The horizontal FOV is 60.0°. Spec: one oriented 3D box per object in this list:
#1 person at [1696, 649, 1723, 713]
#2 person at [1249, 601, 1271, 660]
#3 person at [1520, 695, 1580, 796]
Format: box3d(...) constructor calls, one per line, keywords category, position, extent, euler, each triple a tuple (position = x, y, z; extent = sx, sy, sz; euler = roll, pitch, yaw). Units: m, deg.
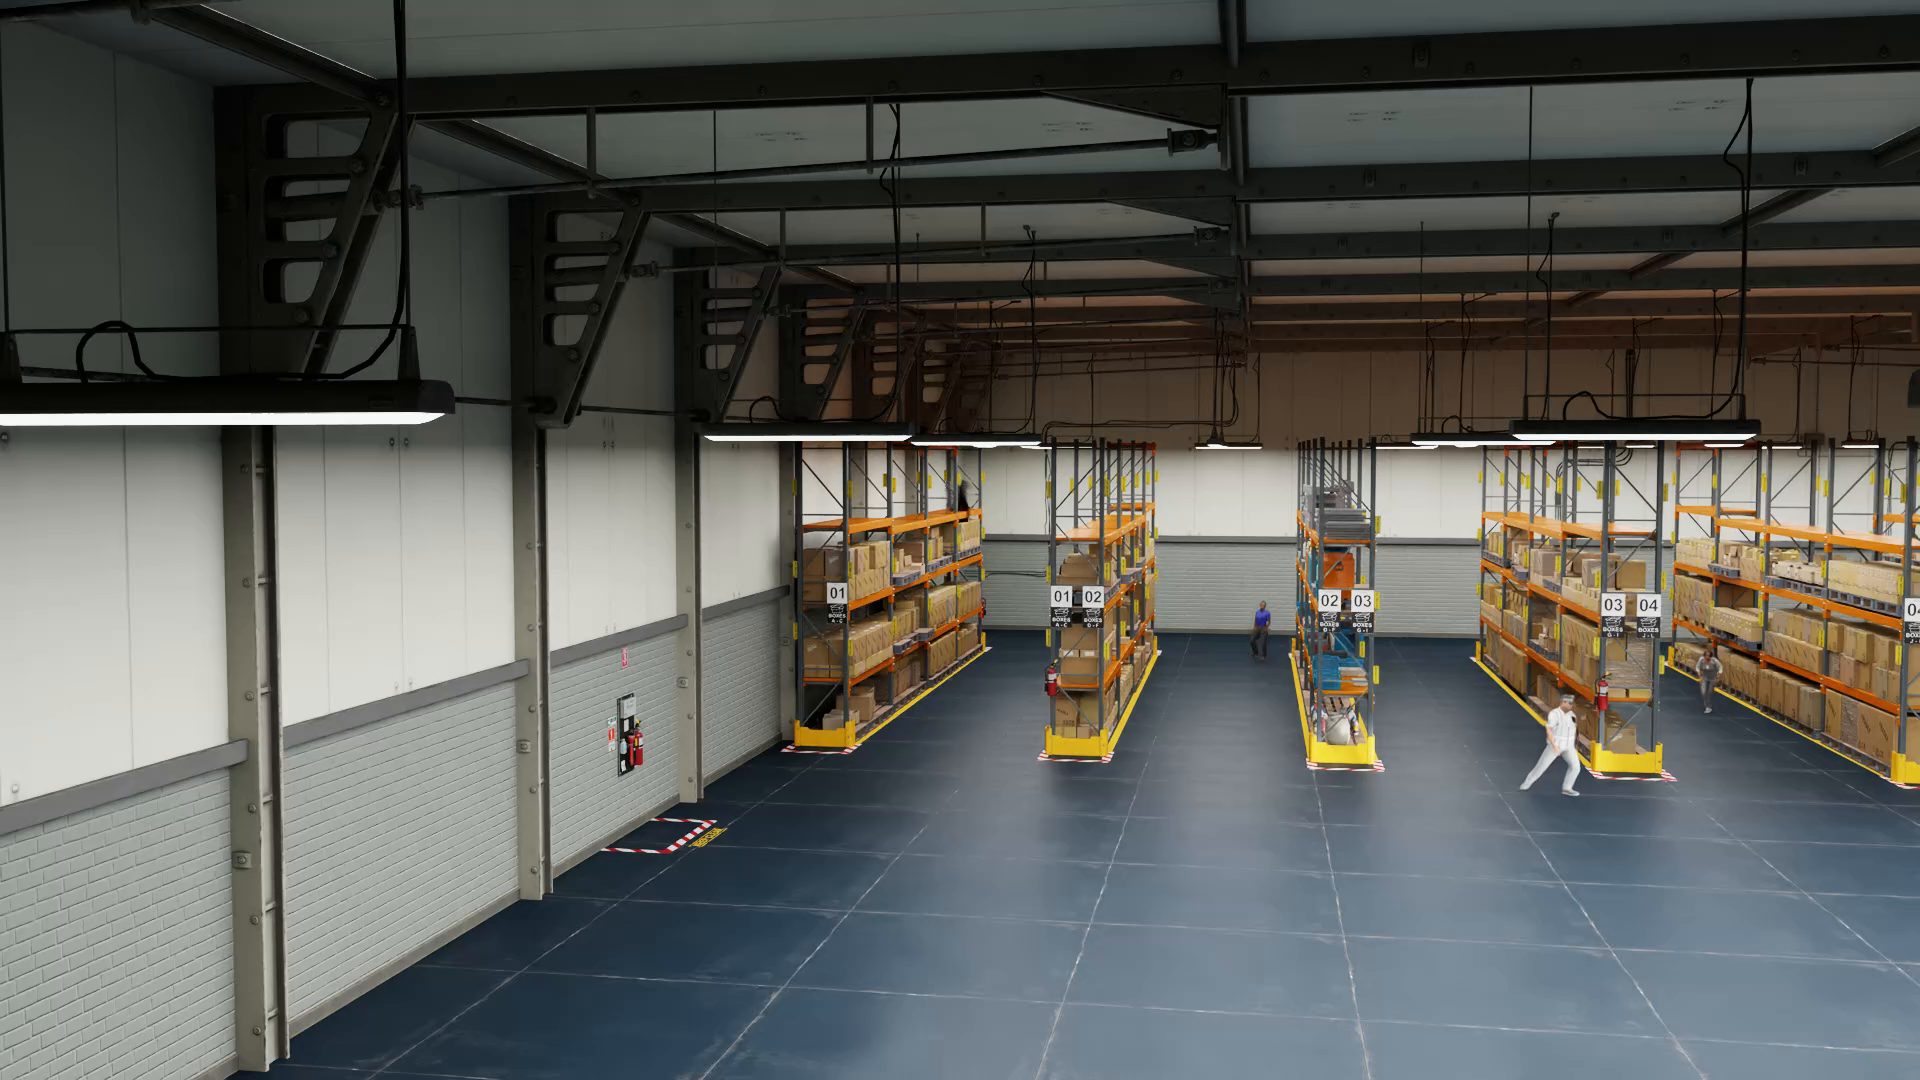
box3d(category="person", position=(16.465, 3.083, 36.535), extent=(0.554, 1.425, 0.848), euler=(1, 3, 26))
box3d(category="person", position=(8.233, 2.500, 45.772), extent=(0.705, 1.654, 0.584), euler=(2, 4, 34))
box3d(category="person", position=(9.856, 3.403, 27.782), extent=(0.847, 1.686, 0.731), euler=(-1, 3, -15))
